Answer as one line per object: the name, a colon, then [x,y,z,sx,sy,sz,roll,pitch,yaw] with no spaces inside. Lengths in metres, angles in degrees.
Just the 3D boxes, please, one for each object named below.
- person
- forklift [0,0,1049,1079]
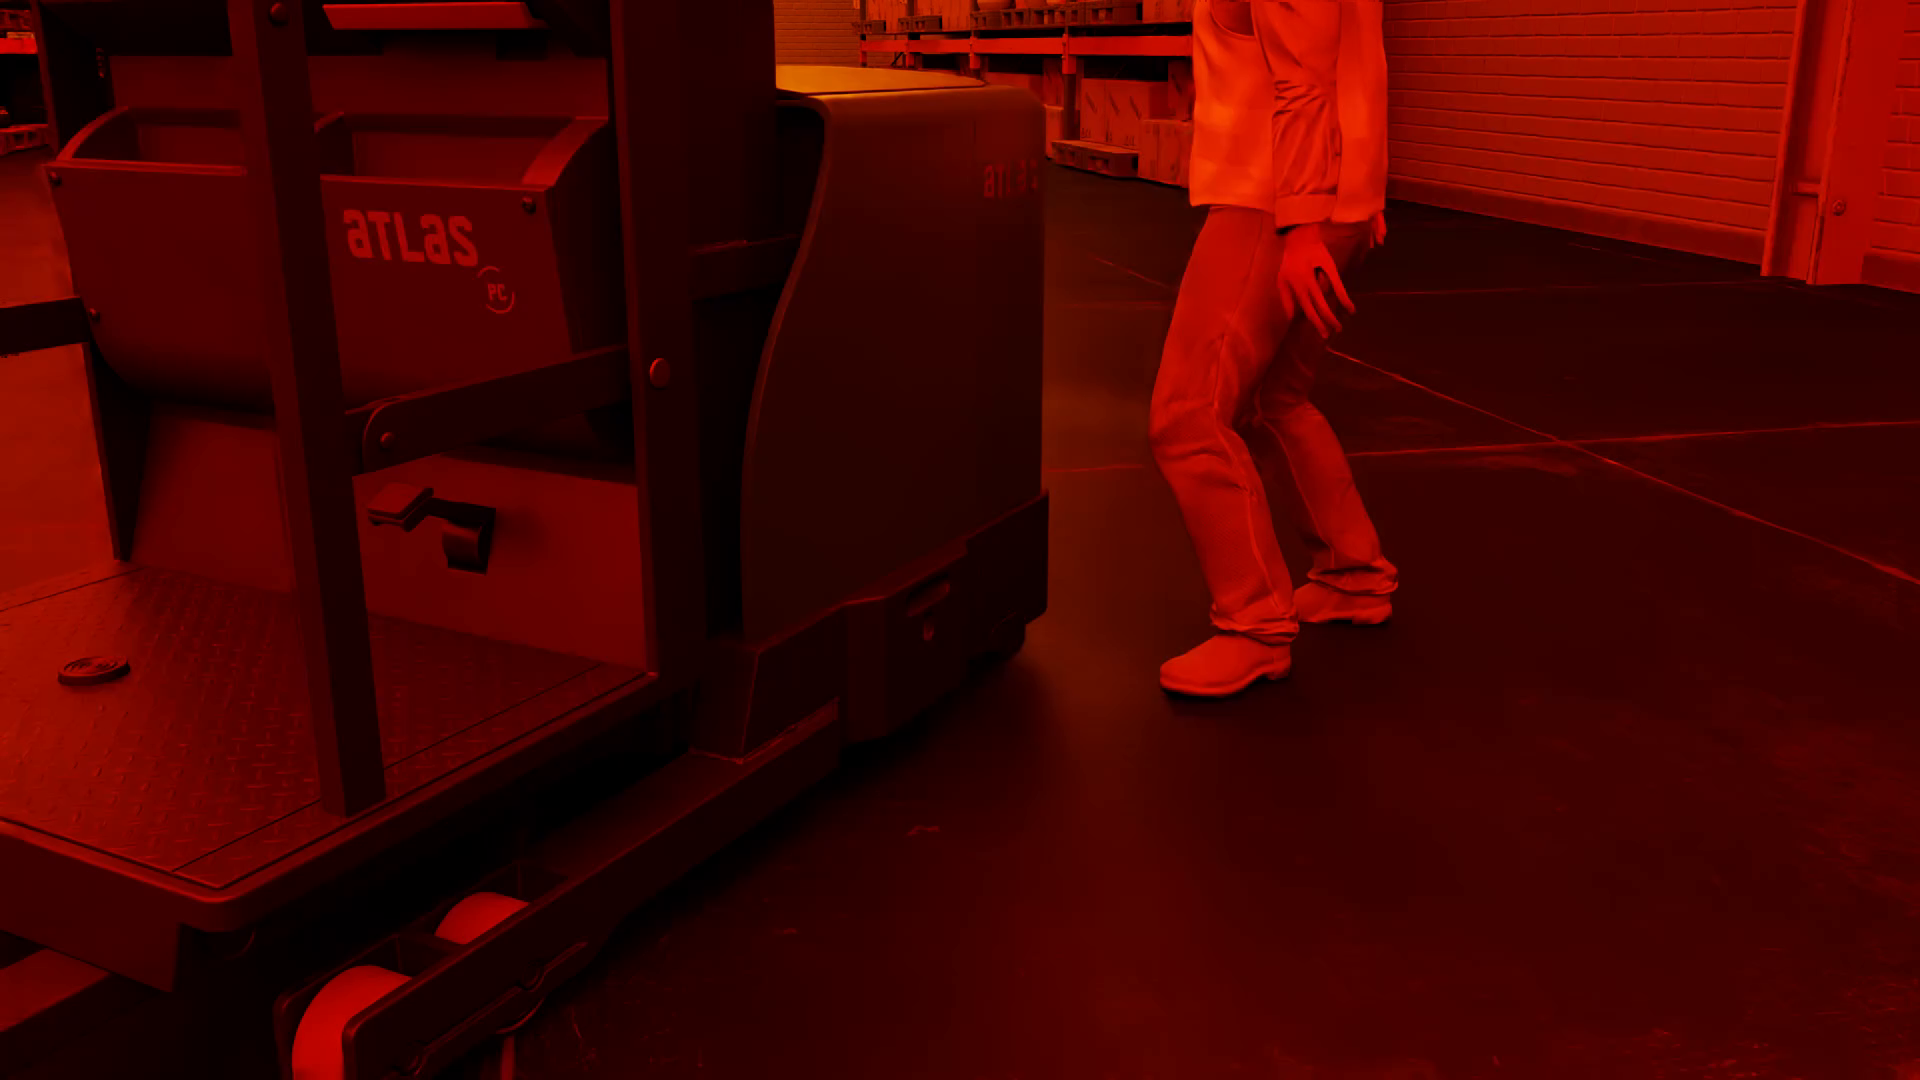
person: [0.623,-0.622,3.144,0.469,1.745,0.870,7,18,23]
forklift: [-0.963,-0.906,1.917,1.130,2.935,3.031,9,19,27]
